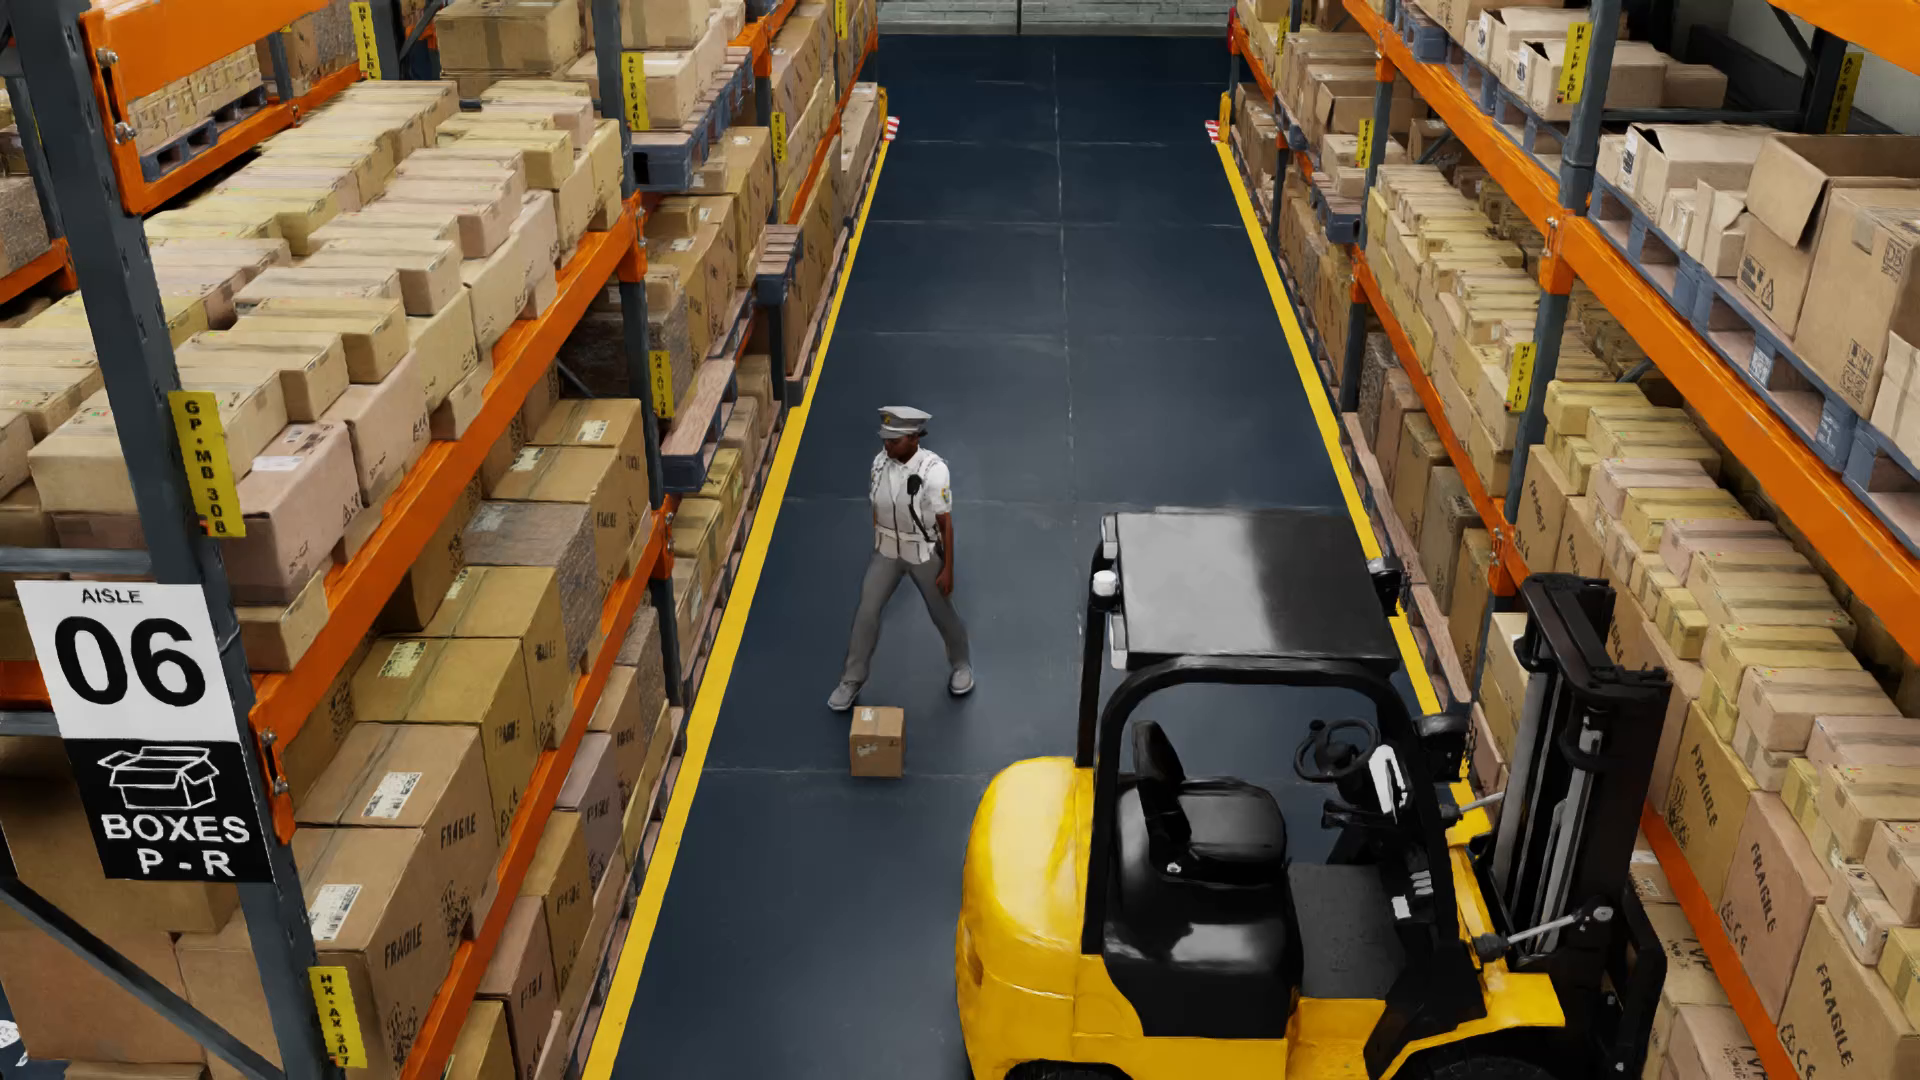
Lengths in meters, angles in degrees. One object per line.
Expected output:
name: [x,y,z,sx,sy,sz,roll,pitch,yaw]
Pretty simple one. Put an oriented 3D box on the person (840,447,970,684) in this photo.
person: [-0.285,0.129,8.534,0.534,1.330,0.595,13,31,23]
